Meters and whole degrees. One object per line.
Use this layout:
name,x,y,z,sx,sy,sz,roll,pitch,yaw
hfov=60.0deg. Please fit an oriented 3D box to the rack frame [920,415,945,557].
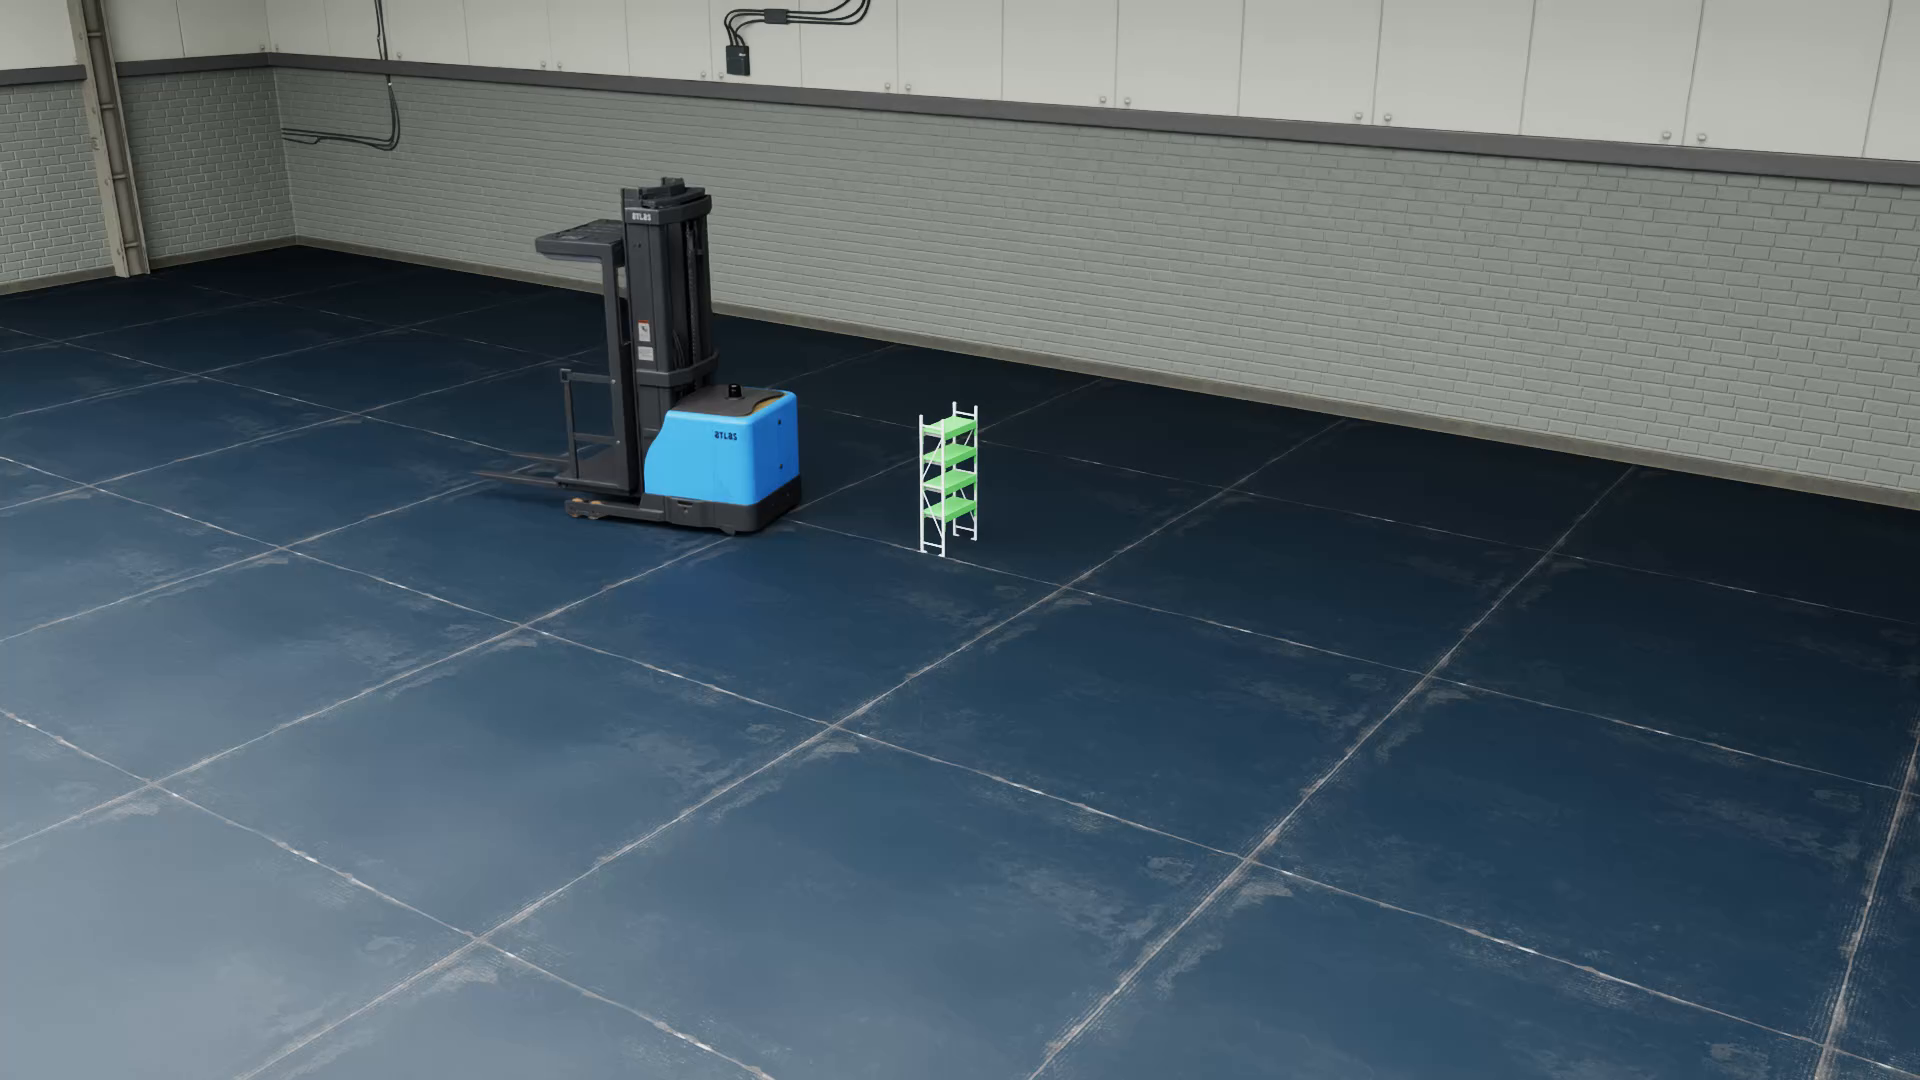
rack frame,-0.230,-0.445,13.887,0.240,1.200,0.015,13,24,32

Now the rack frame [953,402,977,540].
rack frame,0.044,-0.585,14.265,0.240,1.200,0.015,13,24,32

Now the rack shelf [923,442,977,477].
rack shelf,-0.093,-0.680,14.015,0.258,0.148,0.480,13,24,32

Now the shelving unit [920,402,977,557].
shelving unit,-0.093,-0.515,14.076,0.258,1.200,0.503,13,24,32

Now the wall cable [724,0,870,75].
wall cable,-2.031,-8.602,19.796,2.305,6.003,0.169,13,24,32

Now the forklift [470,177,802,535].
forklift,-3.021,-1.720,14.836,3.031,2.935,1.130,7,22,19

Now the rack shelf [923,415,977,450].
rack shelf,-0.093,-0.906,13.931,0.258,0.148,0.480,13,24,32

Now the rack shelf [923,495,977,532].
rack shelf,-0.093,-0.230,14.181,0.258,0.148,0.480,13,24,32

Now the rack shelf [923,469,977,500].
rack shelf,-0.093,-0.455,14.098,0.258,0.148,0.480,13,24,32

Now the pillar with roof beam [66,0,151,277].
pillar with roof beam,-9.062,-7.436,21.545,9.100,9.000,0.400,13,24,32

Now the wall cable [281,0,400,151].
wall cable,-9.873,-7.407,25.942,3.097,2.526,0.112,13,24,32
